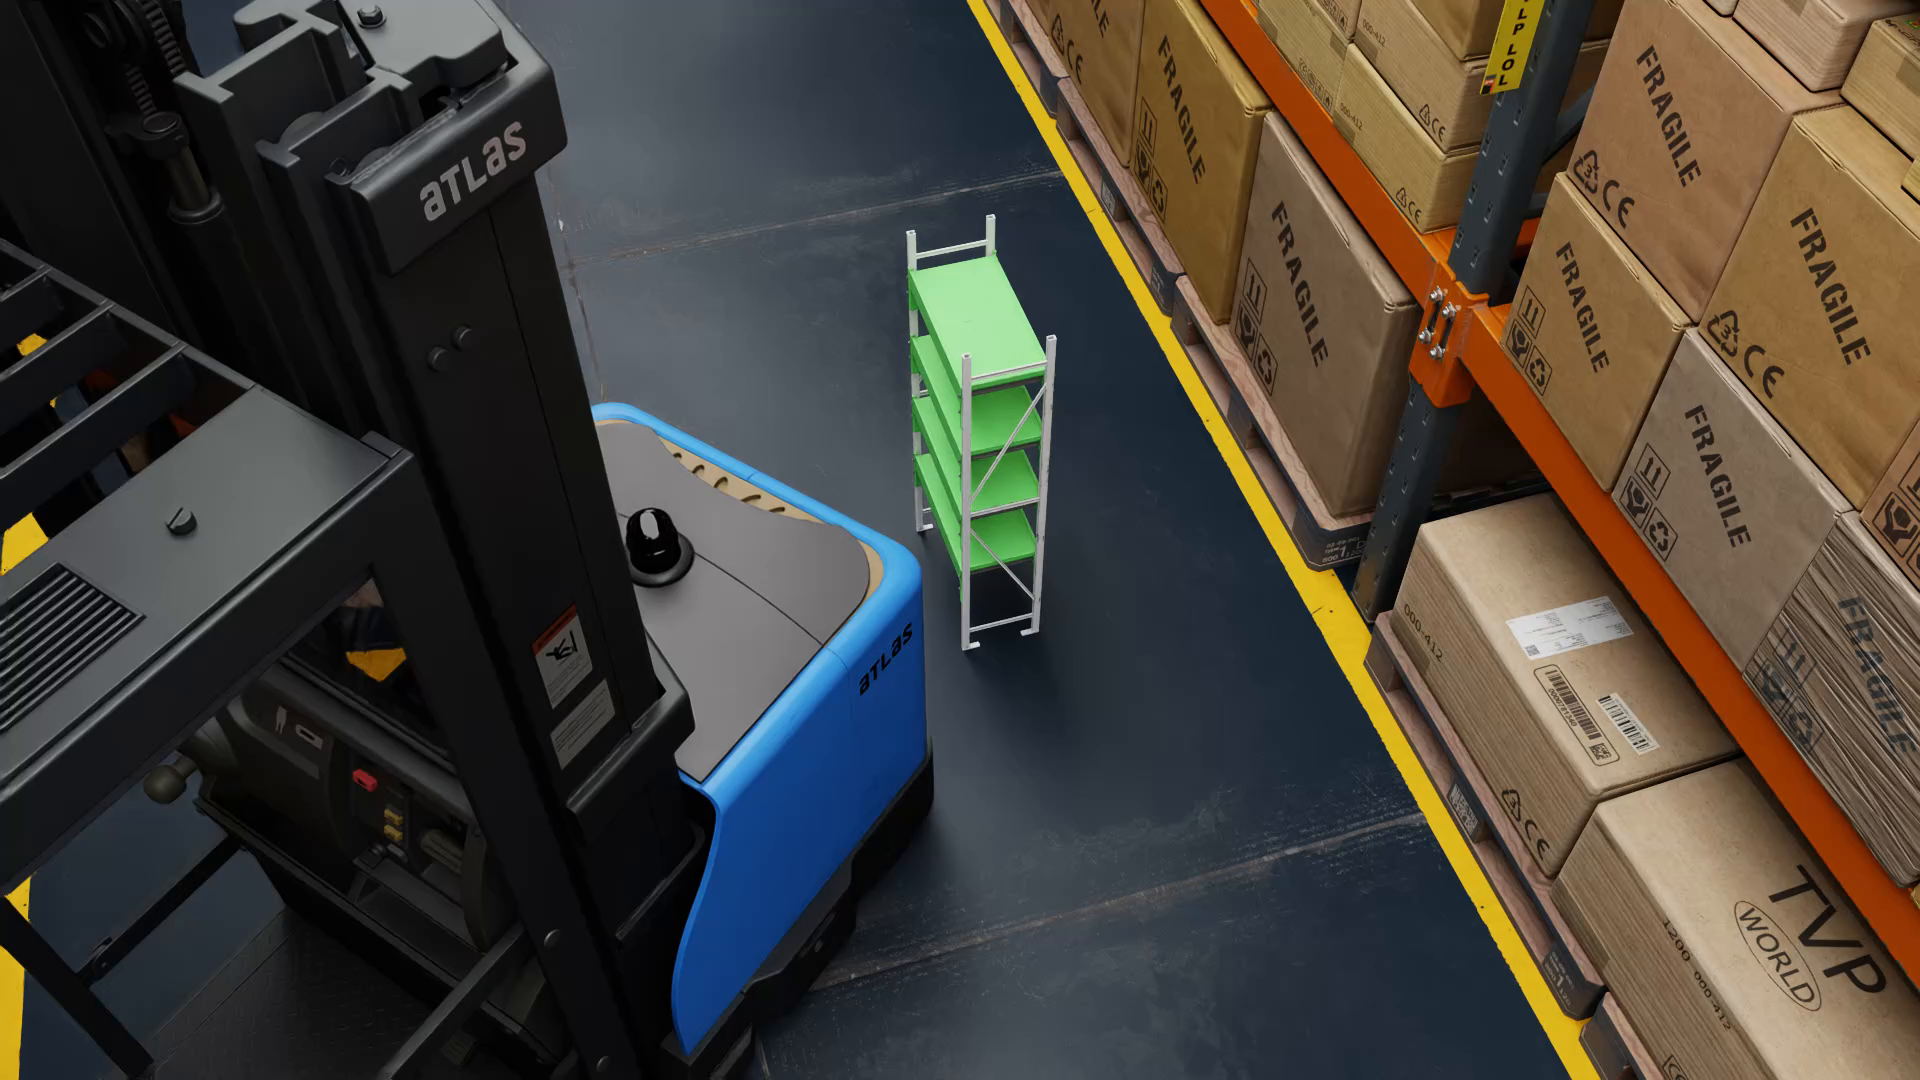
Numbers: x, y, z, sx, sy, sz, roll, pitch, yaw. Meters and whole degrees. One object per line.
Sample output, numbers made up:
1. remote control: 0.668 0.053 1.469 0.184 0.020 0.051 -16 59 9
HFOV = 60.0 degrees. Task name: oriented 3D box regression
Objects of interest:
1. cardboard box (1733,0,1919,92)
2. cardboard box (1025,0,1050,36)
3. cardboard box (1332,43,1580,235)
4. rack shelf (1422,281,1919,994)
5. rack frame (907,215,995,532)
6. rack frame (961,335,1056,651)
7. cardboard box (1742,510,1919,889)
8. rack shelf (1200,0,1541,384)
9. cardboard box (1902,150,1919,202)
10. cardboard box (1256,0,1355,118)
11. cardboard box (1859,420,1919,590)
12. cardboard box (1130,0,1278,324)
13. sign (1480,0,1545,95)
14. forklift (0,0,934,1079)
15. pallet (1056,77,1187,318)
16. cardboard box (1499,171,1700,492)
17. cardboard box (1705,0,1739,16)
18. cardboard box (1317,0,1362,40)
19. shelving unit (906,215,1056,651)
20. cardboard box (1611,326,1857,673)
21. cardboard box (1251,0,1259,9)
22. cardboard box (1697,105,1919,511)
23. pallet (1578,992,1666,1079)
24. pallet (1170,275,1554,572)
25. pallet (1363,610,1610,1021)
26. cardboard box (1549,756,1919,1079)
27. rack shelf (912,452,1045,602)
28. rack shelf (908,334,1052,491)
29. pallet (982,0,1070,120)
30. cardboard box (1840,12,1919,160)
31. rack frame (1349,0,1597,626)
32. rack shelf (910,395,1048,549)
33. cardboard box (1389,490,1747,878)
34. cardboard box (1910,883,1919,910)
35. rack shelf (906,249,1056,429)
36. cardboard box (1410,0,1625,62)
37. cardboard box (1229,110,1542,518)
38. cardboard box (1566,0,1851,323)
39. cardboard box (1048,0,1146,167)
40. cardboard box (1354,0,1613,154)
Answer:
1. cardboard box: 1.629 -0.955 2.950 0.380 0.149 0.250 -13 51 -10
2. cardboard box: 0.634 -2.713 6.691 0.875 0.875 0.875 -14 51 -11
3. cardboard box: 1.319 -1.087 4.303 0.500 0.250 0.500 -14 51 -12
4. rack shelf: 2.283 0.828 3.061 1.077 0.370 4.000 -13 51 -11
5. rack frame: -0.023 -0.444 4.840 0.240 1.200 0.015 -13 51 -11
6. rack frame: 0.121 -0.088 4.539 0.240 1.200 0.015 -13 51 -11
7. cardboard box: 1.866 0.238 3.022 0.500 0.500 0.500 -13 51 -11
8. rack shelf: 1.101 -2.094 5.524 1.077 0.370 4.000 -13 51 -11
9. cardboard box: 1.759 -0.583 2.636 0.380 0.149 0.250 -14 51 -11
10. cardboard box: 1.169 -1.459 4.616 0.500 0.250 0.500 -14 51 -11
11. cardboard box: 1.886 -0.070 2.627 0.500 0.500 0.500 -12 51 -10
12. cardboard box: 1.158 -1.408 5.590 0.875 0.875 0.875 -12 51 -10
13. sign: 1.177 -1.083 3.495 0.100 0.325 0.005 -13 51 -11
14. forklift: -1.305 0.521 2.894 1.130 2.935 3.031 27 55 21
15. pallet: 1.027 -1.405 6.296 1.003 0.211 1.213 -13 51 -11
16. cardboard box: 1.581 -0.495 3.640 0.500 0.500 0.500 -12 51 -10
17. cardboard box: 1.537 -1.139 3.105 0.380 0.149 0.250 -14 51 -12
18. cardboard box: 1.174 -1.608 4.415 0.500 0.250 0.500 -12 51 -10
19. shelving unit: 0.049 -0.266 4.689 0.258 1.200 0.503 -13 51 -11
20. cardboard box: 1.726 -0.127 3.329 0.500 0.500 0.500 -13 51 -11
21. cardboard box: 1.038 -1.832 4.931 0.500 0.250 0.500 -15 51 -12
22. cardboard box: 1.745 -0.446 2.945 0.500 0.500 0.500 -14 51 -11
23. pallet: 2.207 1.500 3.848 1.003 0.211 1.213 -13 51 -11
24. pallet: 1.392 -0.512 5.544 1.003 0.211 1.213 -13 51 -11
25. pallet: 1.842 0.607 4.600 1.003 0.211 1.213 -13 51 -11
26. cardboard box: 2.040 0.962 3.878 0.875 0.438 0.875 -15 51 -12
27. rack shelf: 0.049 -0.070 4.922 0.258 0.148 0.480 -13 51 -11
28. rack shelf: 0.049 -0.379 4.555 0.258 0.148 0.480 -13 51 -11
29. pallet: 0.670 -2.294 7.046 1.003 0.211 1.213 -13 51 -11
30. cardboard box: 1.744 -0.778 2.801 0.380 0.149 0.250 -14 51 -11
31. rack frame: 1.692 -0.865 4.017 1.000 3.000 0.127 -13 51 -11
32. rack shelf: 0.049 -0.225 4.738 0.258 0.148 0.480 -13 51 -11
33. cardboard box: 1.775 0.309 4.429 0.875 0.438 0.875 -14 51 -12
34. cardboard box: 2.019 0.614 2.705 0.500 0.500 0.500 -12 51 -10
35. rack shelf: 0.049 -0.534 4.371 0.258 0.148 0.480 -13 51 -11
36. cardboard box: 1.320 -1.489 3.824 0.500 0.500 0.500 -12 51 -10
37. cardboard box: 1.432 -0.750 5.035 0.875 0.875 0.875 -12 51 -10
38. cardboard box: 1.601 -0.817 3.257 0.500 0.500 0.500 -13 51 -11
39. cardboard box: 0.894 -2.061 6.141 0.875 0.875 0.875 -13 51 -11
40. cardboard box: 1.329 -1.244 4.108 0.500 0.250 0.500 -13 51 -11
